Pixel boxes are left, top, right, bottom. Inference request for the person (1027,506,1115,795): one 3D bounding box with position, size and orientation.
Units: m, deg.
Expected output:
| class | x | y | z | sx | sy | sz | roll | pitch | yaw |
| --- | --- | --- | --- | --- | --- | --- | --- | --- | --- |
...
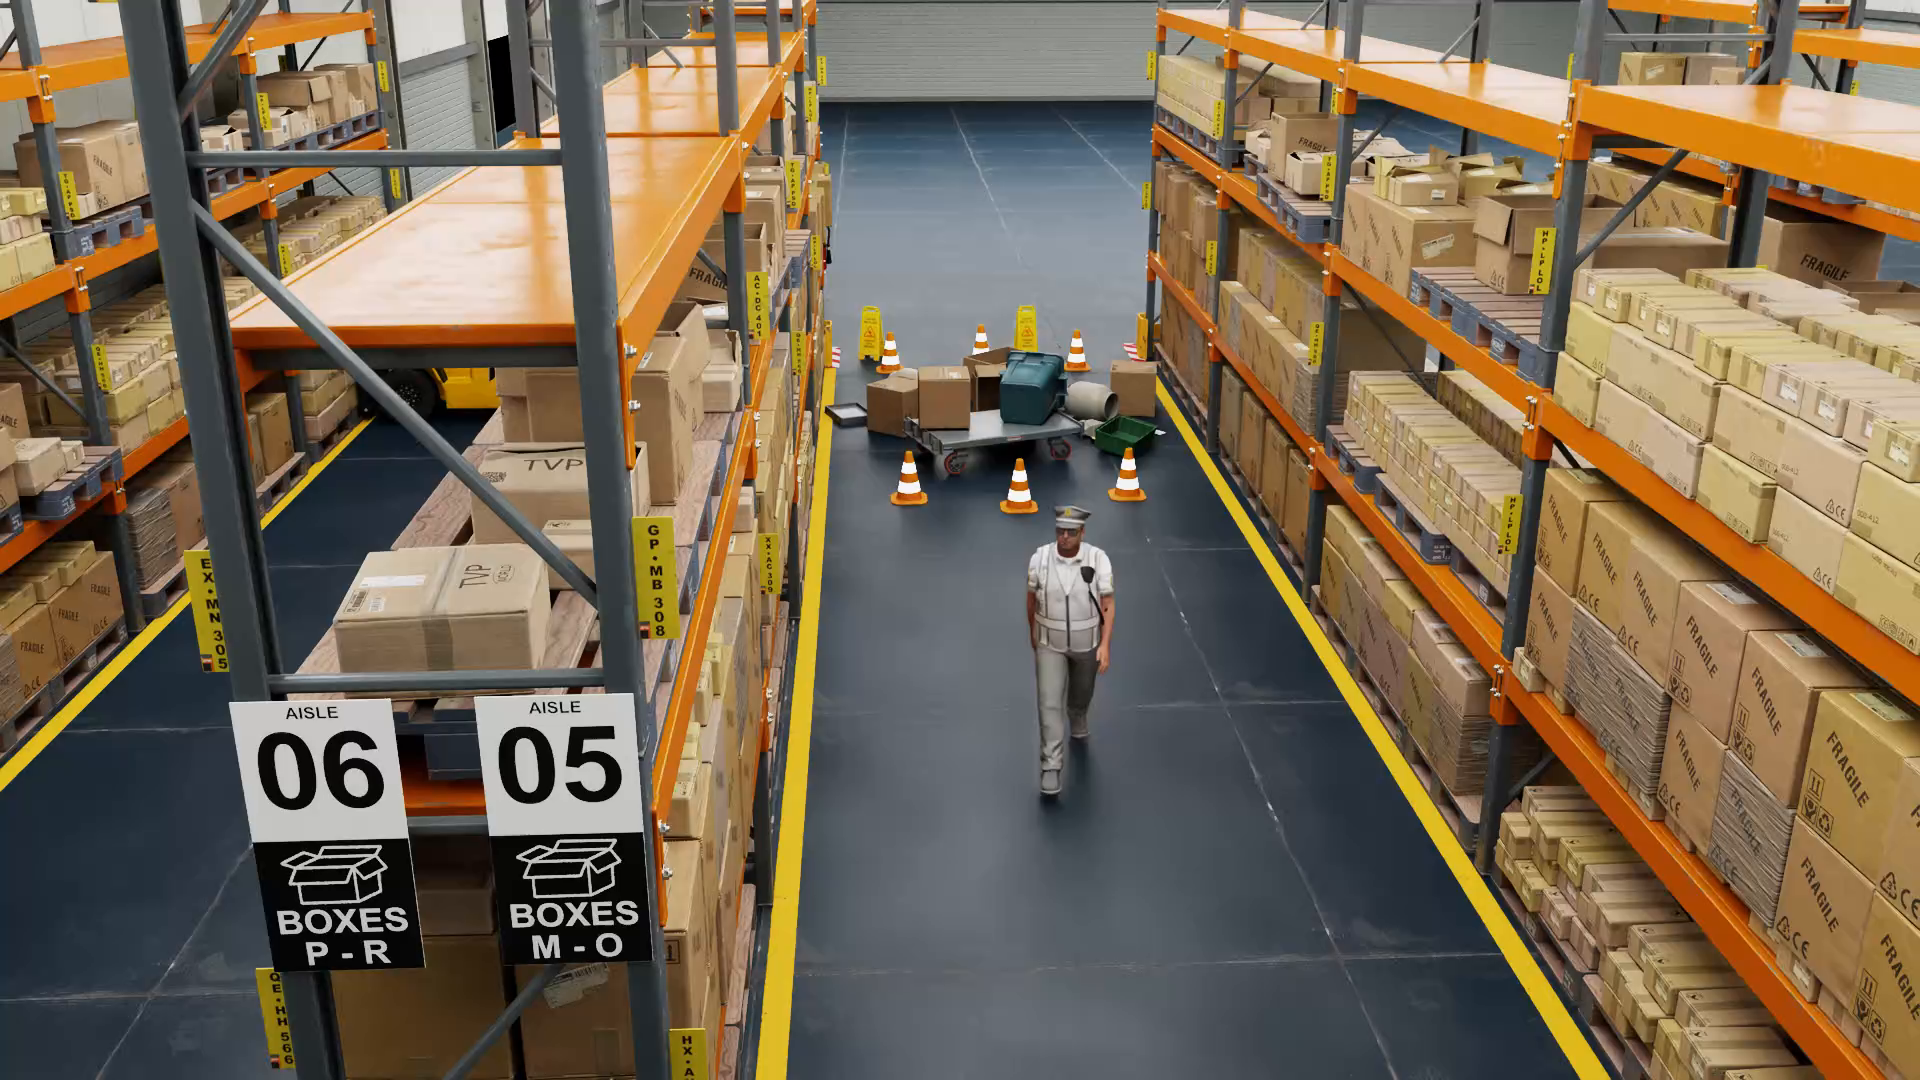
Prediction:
| class | x | y | z | sx | sy | sz | roll | pitch | yaw |
| --- | --- | --- | --- | --- | --- | --- | --- | --- | --- |
| person | 0.677 | 0.606 | 10.232 | 0.537 | 1.718 | 1.081 | 1 | 20 | 2 |
